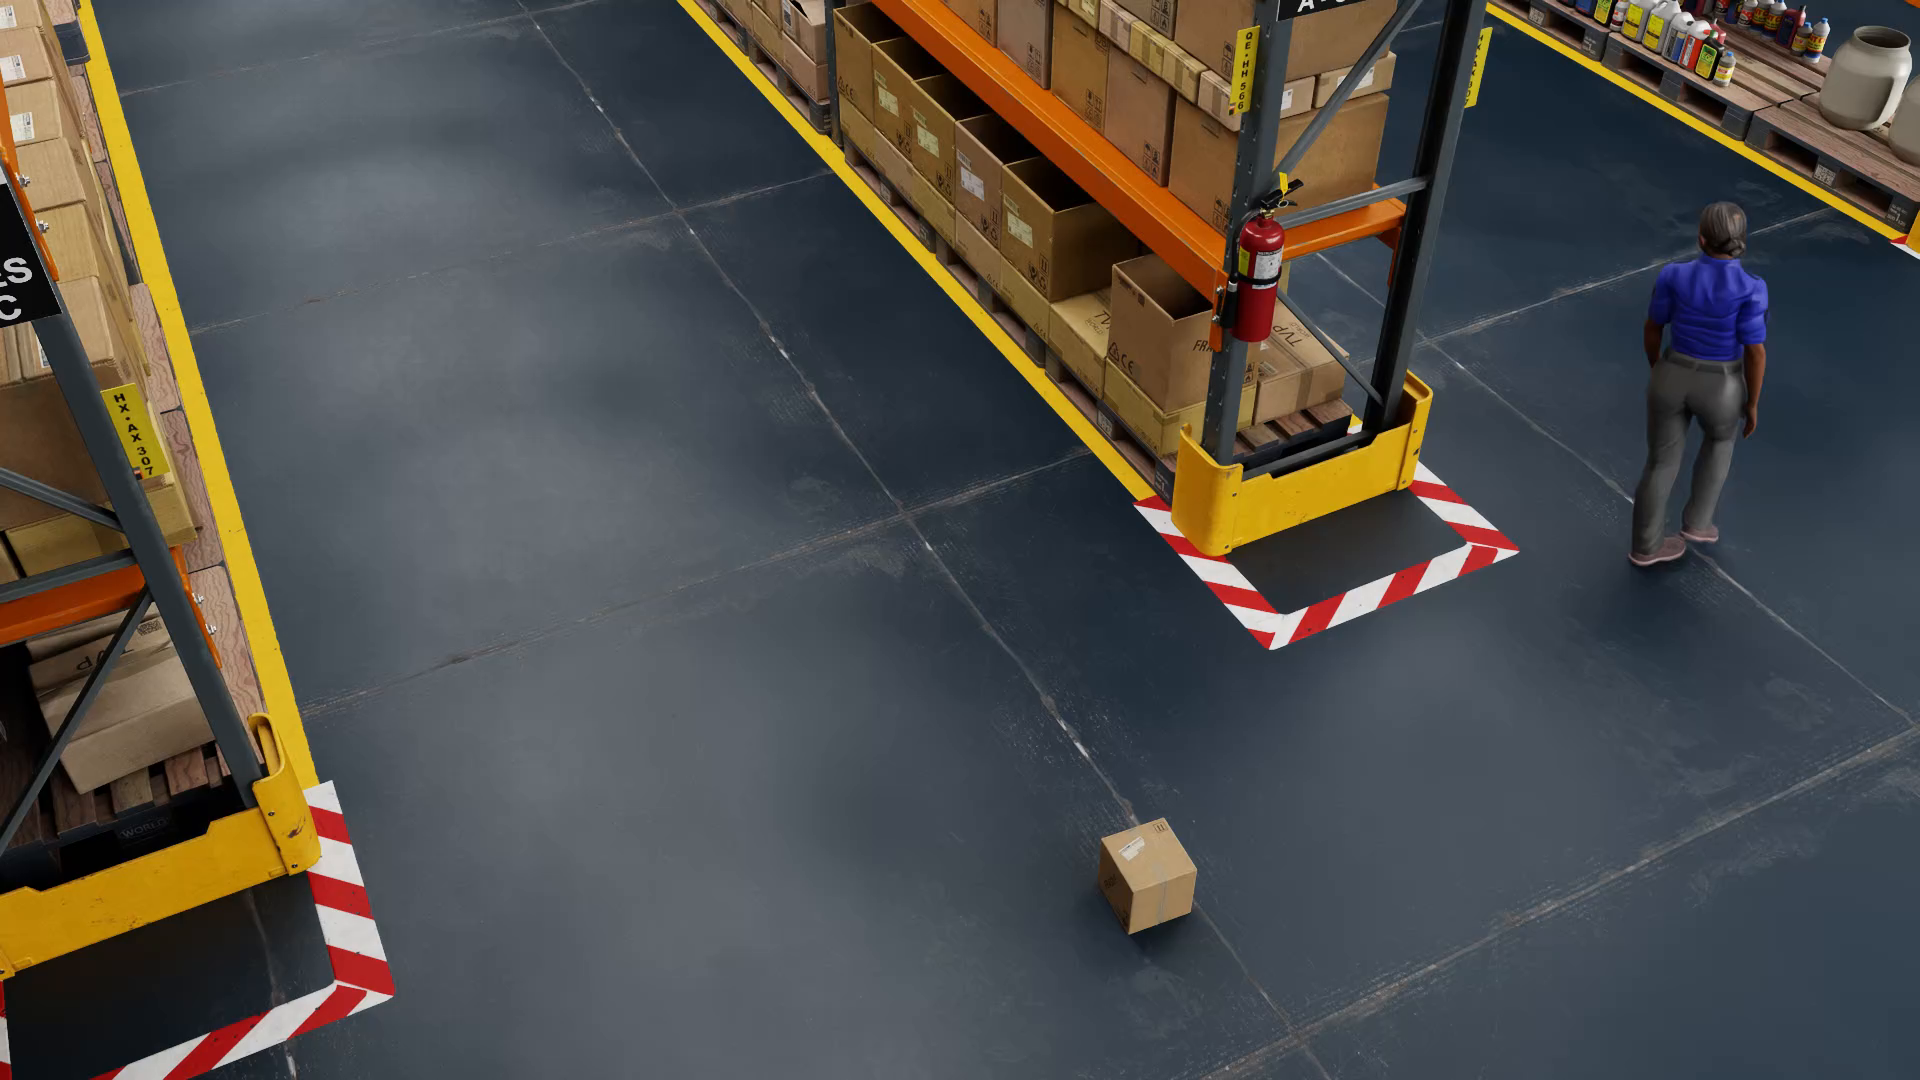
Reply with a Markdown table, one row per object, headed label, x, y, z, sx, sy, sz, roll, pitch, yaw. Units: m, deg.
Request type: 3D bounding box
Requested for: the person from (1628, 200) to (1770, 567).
| label | x | y | z | sx | sy | sz | roll | pitch | yaw |
| --- | --- | --- | --- | --- | --- | --- | --- | --- | --- |
| person | 3.041 | -0.626 | 6.862 | 0.557 | 1.639 | 0.472 | 26 | 48 | 27 |
